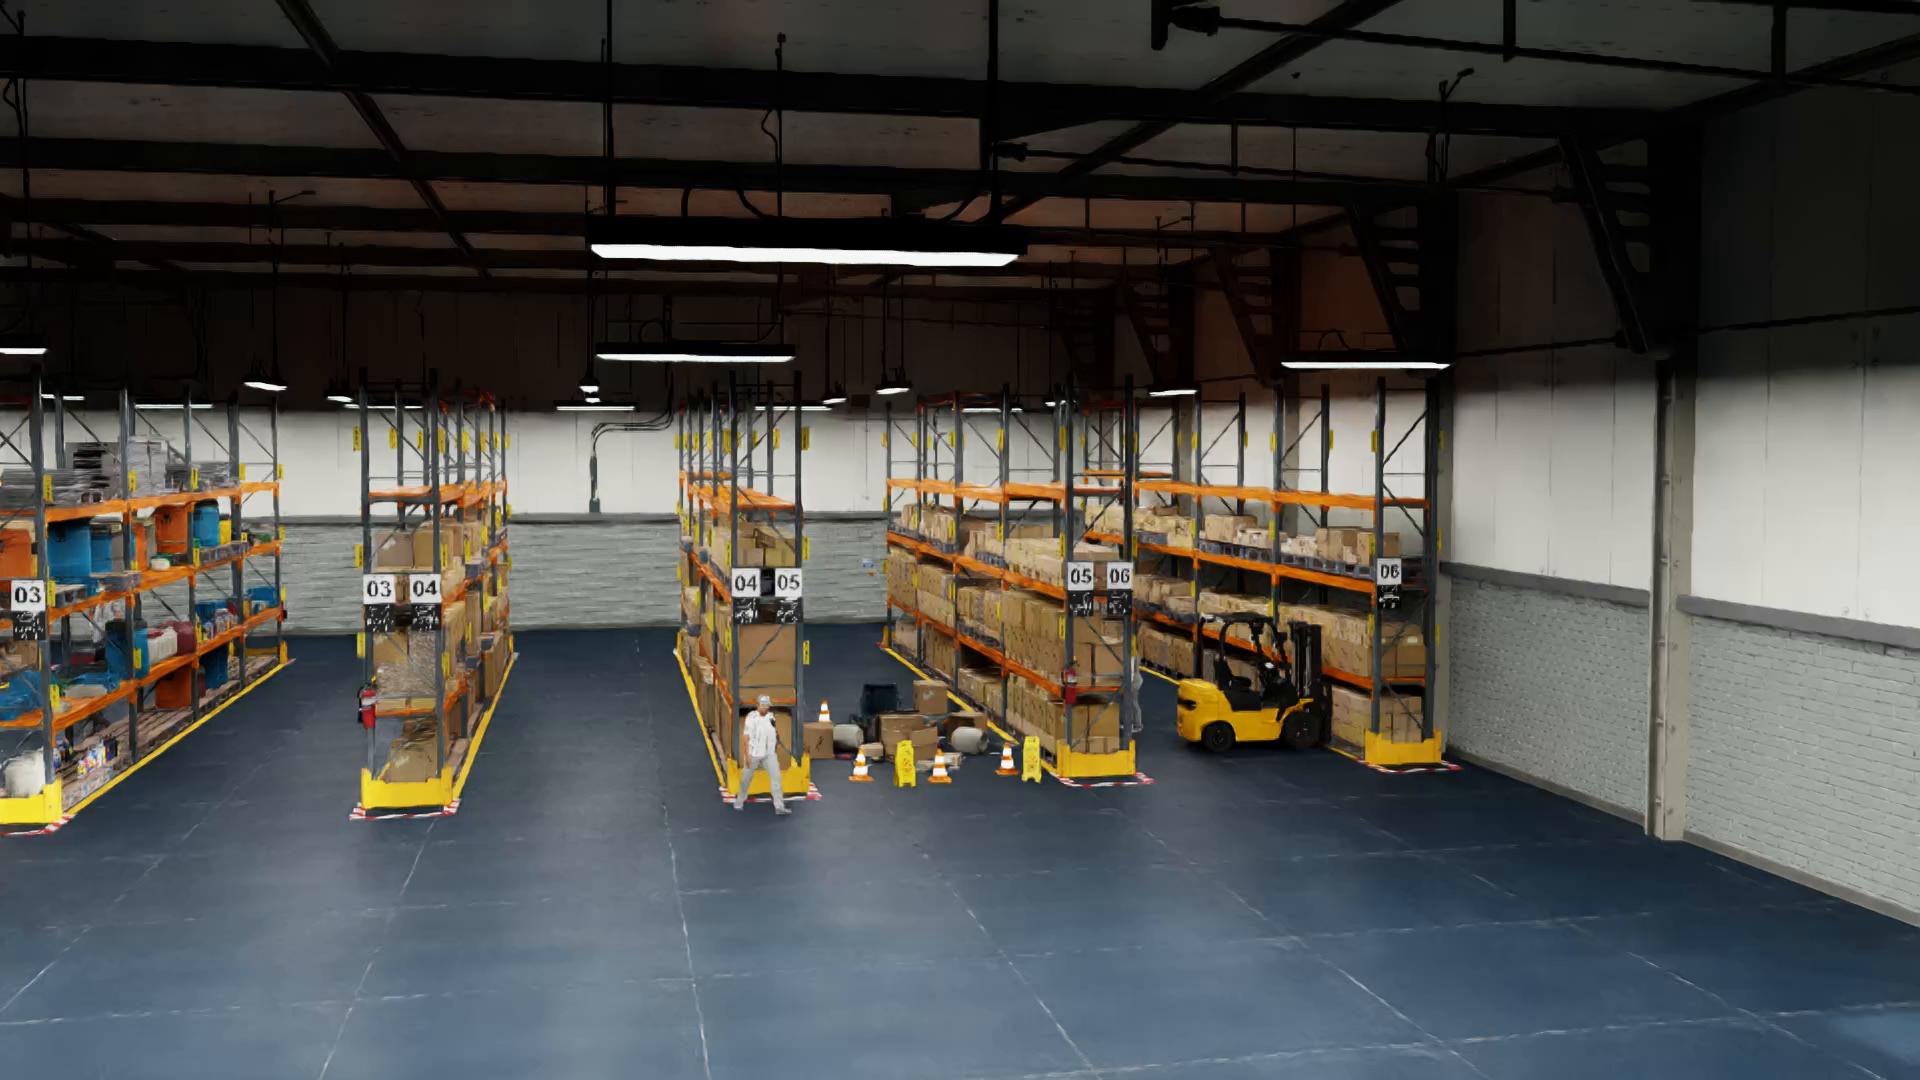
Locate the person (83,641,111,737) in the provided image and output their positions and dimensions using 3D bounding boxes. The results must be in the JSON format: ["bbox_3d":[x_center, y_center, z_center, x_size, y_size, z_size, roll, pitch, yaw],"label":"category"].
[{"bbox_3d":[-14.520,2.567,27.945,0.562,1.526,0.658,0,3,-5],"label":"person"}]

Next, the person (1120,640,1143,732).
[{"bbox_3d":[2.948,2.494,28.623,0.449,1.588,0.467,1,4,19],"label":"person"}]

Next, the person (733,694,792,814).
[{"bbox_3d":[-2.689,2.869,22.387,0.519,1.613,0.942,-2,4,-35],"label":"person"}]

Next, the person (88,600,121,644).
[{"bbox_3d":[-19.122,1.929,37.168,0.677,1.742,0.552,-1,3,-13],"label":"person"}]
